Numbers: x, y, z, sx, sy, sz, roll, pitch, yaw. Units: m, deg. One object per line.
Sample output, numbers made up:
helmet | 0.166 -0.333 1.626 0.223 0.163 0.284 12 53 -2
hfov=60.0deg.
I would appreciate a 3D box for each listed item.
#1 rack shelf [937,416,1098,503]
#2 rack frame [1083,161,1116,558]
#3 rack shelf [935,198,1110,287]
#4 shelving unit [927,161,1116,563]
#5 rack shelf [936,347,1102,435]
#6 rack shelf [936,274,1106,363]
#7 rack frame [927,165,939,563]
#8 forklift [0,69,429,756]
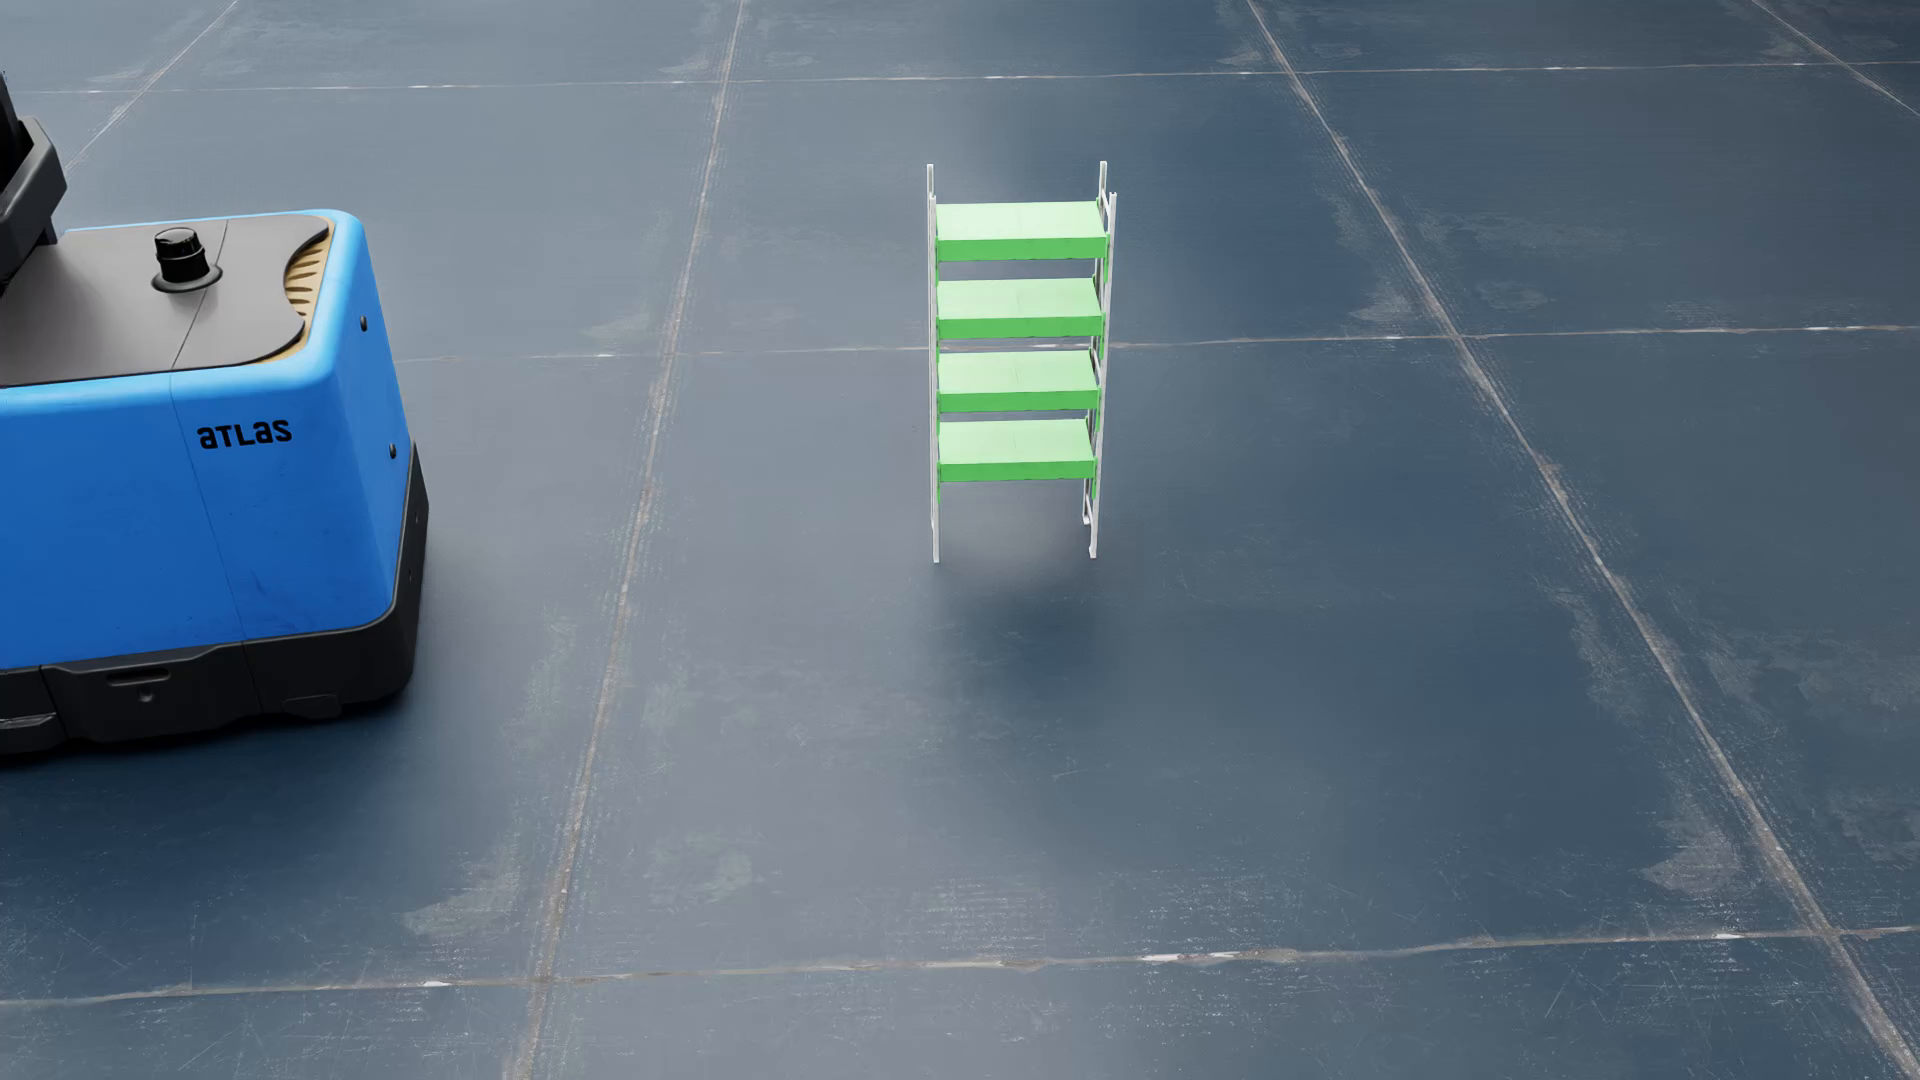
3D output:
rack shelf | 0.165 -0.248 5.088 0.480 0.148 0.258 -2 35 -2
rack frame | 0.409 -0.504 4.924 0.015 1.200 0.240 -2 35 -2
rack shelf | 0.165 -0.840 4.678 0.480 0.148 0.258 -2 35 -2
shelving unit | 0.165 -0.498 4.915 0.503 1.200 0.258 -2 35 -2
rack shelf | 0.165 -0.445 4.951 0.480 0.148 0.258 -2 35 -2
rack shelf | 0.165 -0.643 4.815 0.480 0.148 0.258 -2 35 -2
rack frame | -0.078 -0.491 4.905 0.015 1.200 0.240 -2 35 -2
forklift | -3.081 -0.840 3.888 3.031 2.935 1.130 -7 35 -10
